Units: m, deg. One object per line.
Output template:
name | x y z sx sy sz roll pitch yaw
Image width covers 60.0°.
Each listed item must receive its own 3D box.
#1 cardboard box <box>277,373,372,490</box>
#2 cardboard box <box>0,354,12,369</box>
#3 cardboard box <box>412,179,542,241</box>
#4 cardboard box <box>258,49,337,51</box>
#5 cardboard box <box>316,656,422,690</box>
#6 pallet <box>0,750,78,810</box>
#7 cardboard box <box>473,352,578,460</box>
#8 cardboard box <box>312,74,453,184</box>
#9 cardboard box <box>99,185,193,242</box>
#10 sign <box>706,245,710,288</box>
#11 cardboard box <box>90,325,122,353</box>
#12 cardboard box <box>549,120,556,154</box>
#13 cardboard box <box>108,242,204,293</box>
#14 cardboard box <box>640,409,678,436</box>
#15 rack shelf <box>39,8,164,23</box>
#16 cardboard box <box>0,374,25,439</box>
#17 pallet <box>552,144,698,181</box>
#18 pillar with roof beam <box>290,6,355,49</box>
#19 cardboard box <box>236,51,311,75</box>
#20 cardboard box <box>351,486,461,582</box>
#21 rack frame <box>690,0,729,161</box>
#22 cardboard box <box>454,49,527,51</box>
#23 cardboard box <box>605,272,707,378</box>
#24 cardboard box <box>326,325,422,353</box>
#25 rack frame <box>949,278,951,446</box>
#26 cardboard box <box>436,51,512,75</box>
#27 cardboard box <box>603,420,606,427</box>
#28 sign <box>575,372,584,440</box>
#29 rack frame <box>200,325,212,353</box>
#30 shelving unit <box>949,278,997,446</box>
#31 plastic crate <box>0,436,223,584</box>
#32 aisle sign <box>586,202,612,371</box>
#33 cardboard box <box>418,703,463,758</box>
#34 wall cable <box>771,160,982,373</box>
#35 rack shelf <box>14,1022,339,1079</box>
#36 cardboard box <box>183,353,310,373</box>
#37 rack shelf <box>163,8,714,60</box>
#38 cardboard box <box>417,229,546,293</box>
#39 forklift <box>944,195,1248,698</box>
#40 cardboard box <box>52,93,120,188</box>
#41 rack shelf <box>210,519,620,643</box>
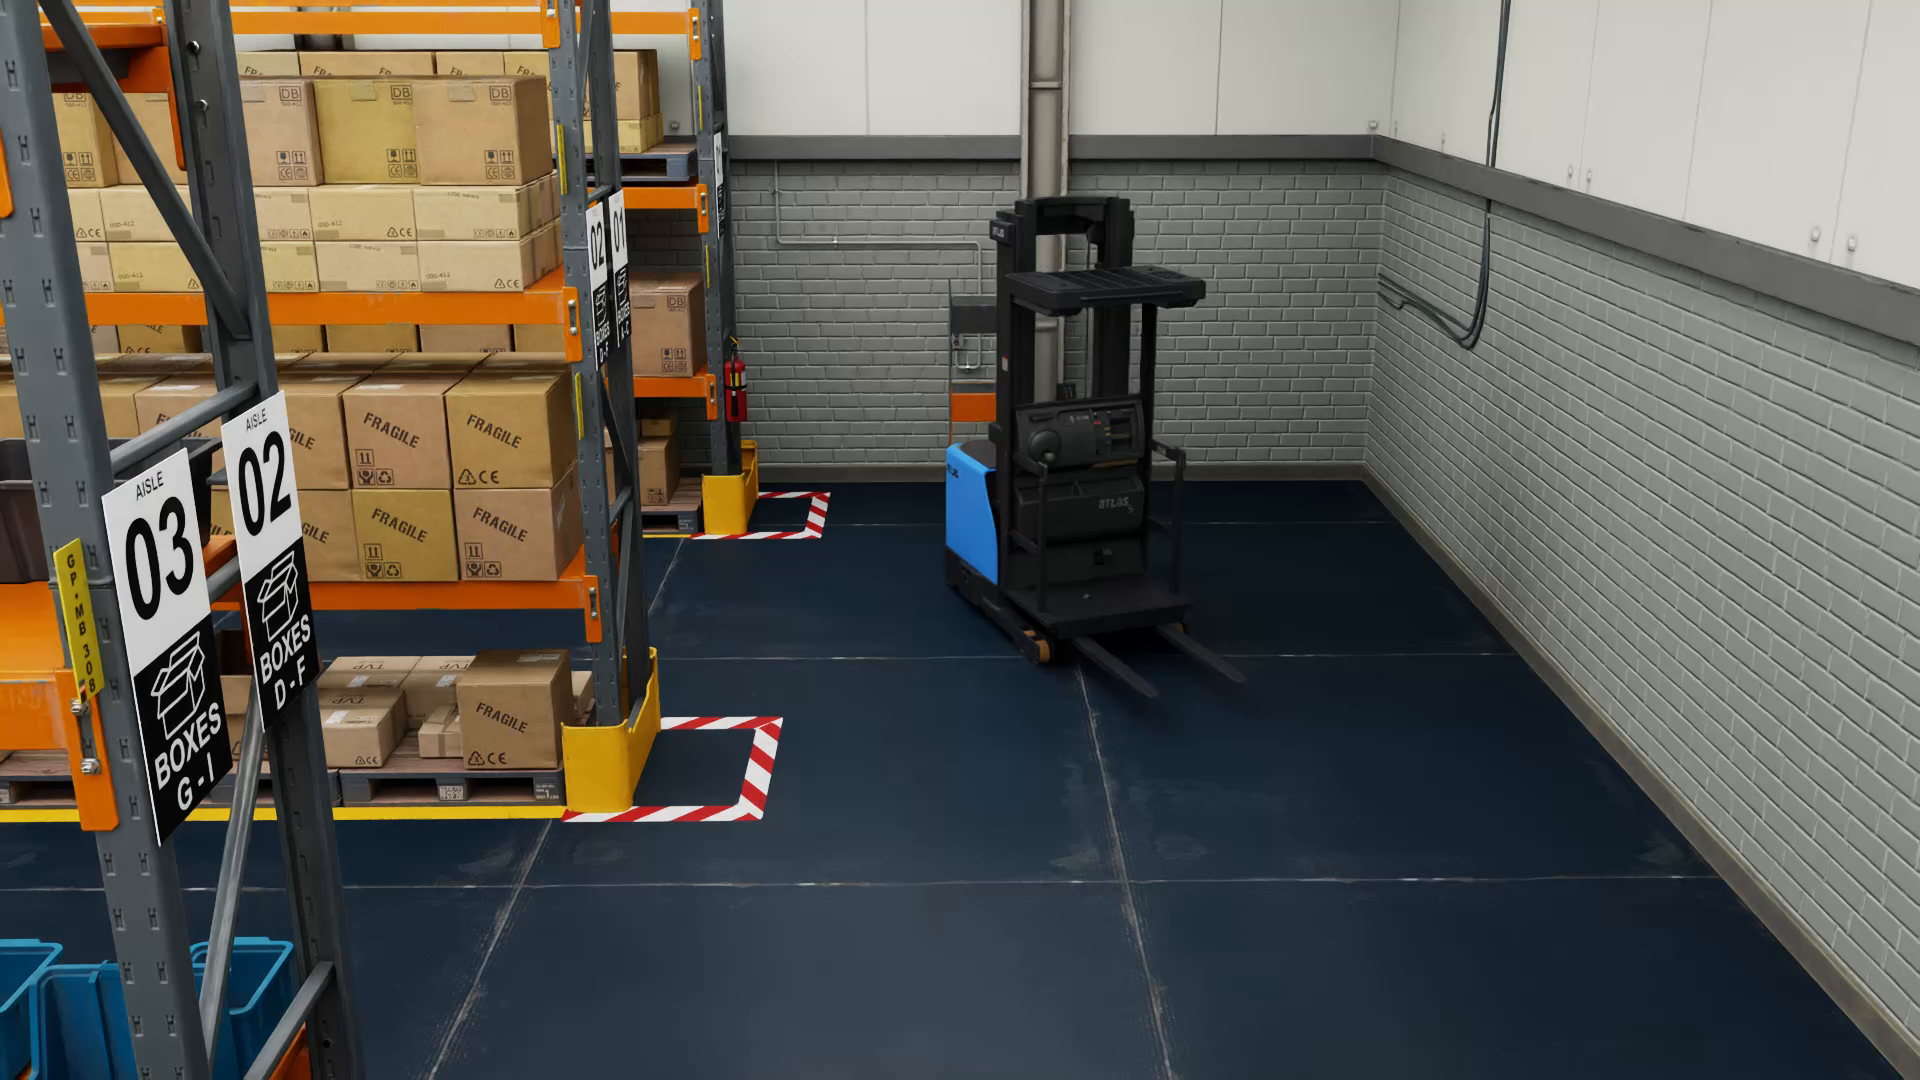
cardboard box | -3.353 -0.567 8.605 0.500 0.500 0.500 0 18 1
cardboard box | -5.387 -0.722 9.088 0.500 0.500 0.500 0 18 -1
cardboard box | -2.398 -1.651 8.300 0.500 0.250 0.500 0 18 -1
cardboard box | -5.275 -3.666 13.322 0.500 0.500 0.500 0 18 -1
cardboard box | -3.437 0.884 9.662 0.500 0.250 0.500 0 18 -1
pallet | -5.201 1.208 9.437 1.213 0.211 1.003 0 18 -1
cardboard box | -2.336 -0.738 9.138 0.500 0.500 0.500 0 18 1
cardboard box | -2.903 -2.104 8.486 0.500 0.500 0.700 0 18 -1
cardboard box | -3.898 -1.643 8.274 0.500 0.250 0.500 0 18 -1
sign | -1.976 -2.148 13.048 0.005 0.325 0.100 0 18 -1
cardboard box | -6.938 -1.744 13.390 0.500 0.500 0.500 0 18 0
cardboard box | -3.219 -3.166 12.991 0.500 0.250 0.500 -1 18 -3
cardboard box | -3.898 -1.407 8.359 0.500 0.250 0.500 0 18 -1
cardboard box | -2.547 -0.996 14.083 0.250 0.149 0.380 0 18 0
rack shelf | -7.970 -3.944 12.943 4.000 0.370 1.077 0 18 -1
cardboard box | -4.897 -0.560 8.581 0.500 0.500 0.500 -1 18 -3
pallet | -2.712 -3.029 13.313 1.213 0.211 1.003 0 18 -1
pillar with roof beam | -5.216 -3.439 9.537 0.400 9.000 9.100 0 18 -1
cardboard box | -5.253 -3.509 12.833 0.500 0.500 0.500 0 18 -1
cardboard box | -2.851 -0.095 8.770 0.500 0.500 0.500 0 18 0
rack frame | -1.971 -4.506 12.862 0.127 3.000 1.000 0 18 -1
cardboard box | -3.737 -3.678 13.359 0.500 0.500 0.500 0 18 -1
cardboard box | -2.480 -1.787 13.715 0.700 0.700 0.980 1 18 2
cardboard box | -4.697 -1.772 13.671 0.700 0.700 0.980 -1 18 -2
rack frame | -0.078 -0.999 13.226 0.015 2.100 0.400 0 18 -1
cardboard box | -3.720 -3.520 12.865 0.500 0.500 0.500 -1 18 -3
cardboard box | -3.050 -0.876 13.711 0.250 0.149 0.380 0 18 1
sign | -1.900 -0.669 8.308 0.005 0.325 0.100 0 18 -1
rack frame | -5.970 -1.630 13.718 0.127 3.000 1.000 0 18 -1
shelving unit | 0.165 -1.001 13.229 0.503 2.100 0.431 0 18 -1
plastic crate | -2.204 -0.073 4.167 0.590 0.269 0.497 0 18 -1
aisle sign | -1.816 -1.281 8.374 0.004 0.787 0.394 0 18 -1
cardboard box | -2.835 1.056 9.265 0.250 0.166 0.380 0 18 -1
wall cable | -0.705 -2.428 14.543 1.851 1.984 0.084 0 18 -1
rack shelf | -3.814 1.729 4.426 4.000 0.370 1.077 0 18 -1
cardboard box | -3.867 -0.730 9.112 0.500 0.500 0.500 0 18 -1
rack shelf | -3.970 -3.963 13.003 4.000 0.370 1.077 0 18 -1
cardboard box | -2.398 -1.410 8.368 0.500 0.250 0.500 0 18 -1
forklift | 0.892 -0.716 10.981 1.130 2.935 3.031 -7 19 -20
cardboard box | -4.401 -2.047 8.305 0.500 0.500 0.700 0 18 -1
rack shelf | -3.888 0.216 9.142 4.000 0.370 1.077 0 18 -1
